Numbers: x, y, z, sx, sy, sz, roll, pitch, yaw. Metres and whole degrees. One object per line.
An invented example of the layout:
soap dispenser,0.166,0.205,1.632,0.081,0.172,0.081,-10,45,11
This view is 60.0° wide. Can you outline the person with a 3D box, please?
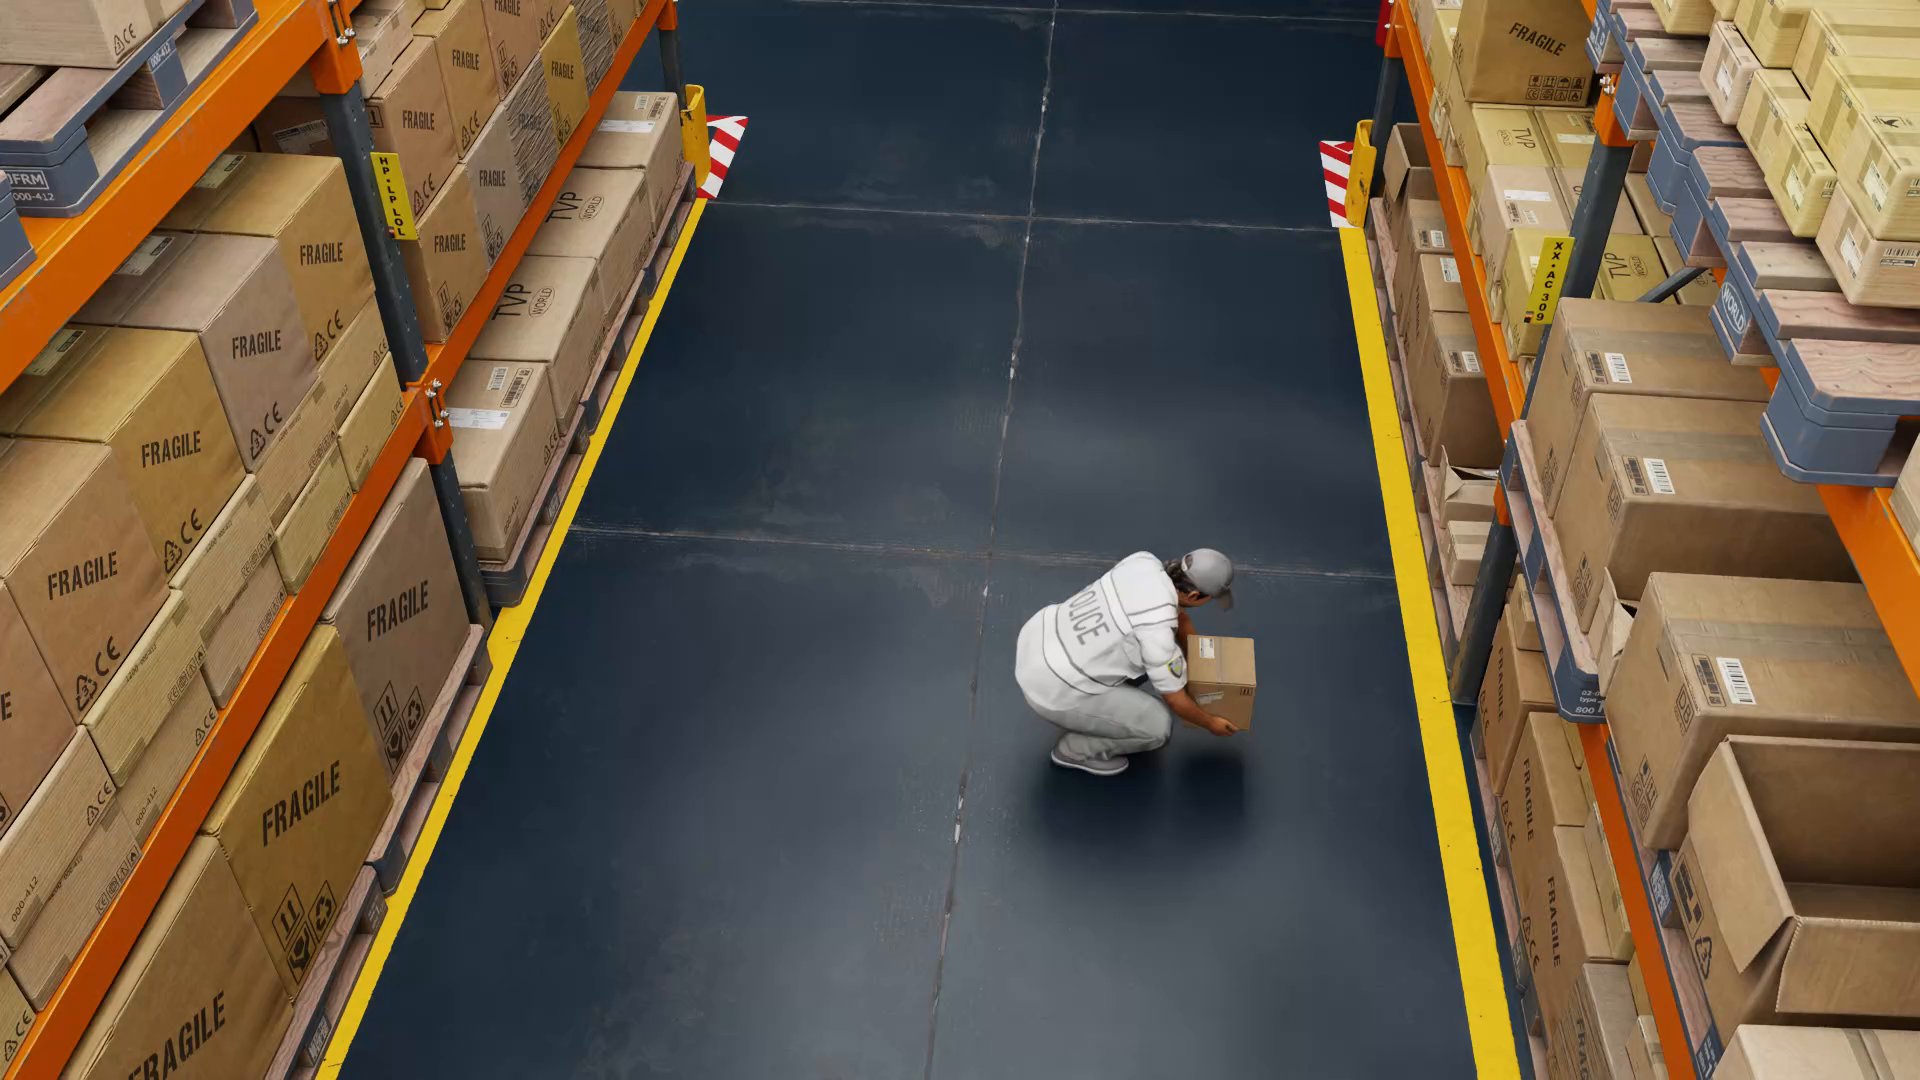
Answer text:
person,0.634,0.426,6.227,0.845,0.937,0.518,3,40,4
